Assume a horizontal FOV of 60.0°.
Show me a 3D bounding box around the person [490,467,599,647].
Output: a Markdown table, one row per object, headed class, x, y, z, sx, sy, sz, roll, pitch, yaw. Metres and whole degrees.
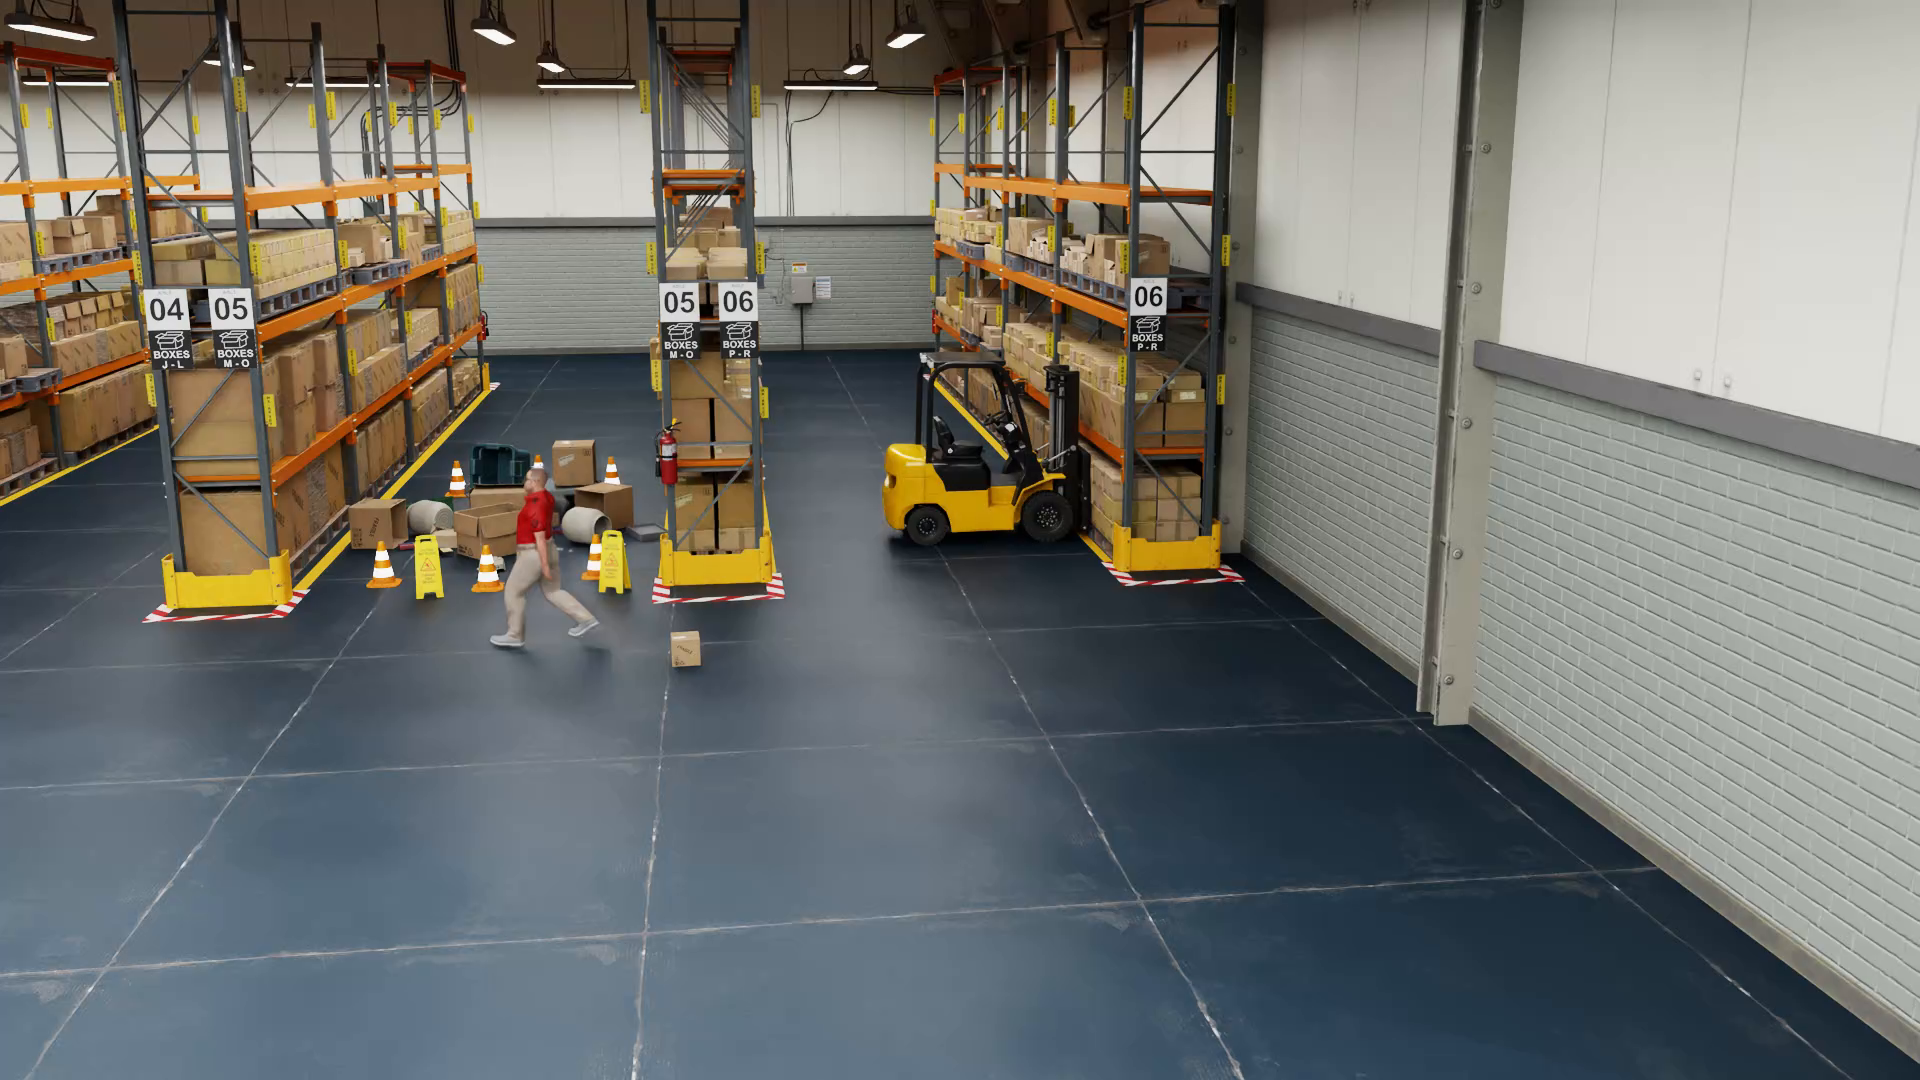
| class | x | y | z | sx | sy | sz | roll | pitch | yaw |
| --- | --- | --- | --- | --- | --- | --- | --- | --- | --- |
| person | -3.875 | 0.150 | 15.374 | 0.995 | 1.673 | 0.523 | 2 | 13 | 9 |
